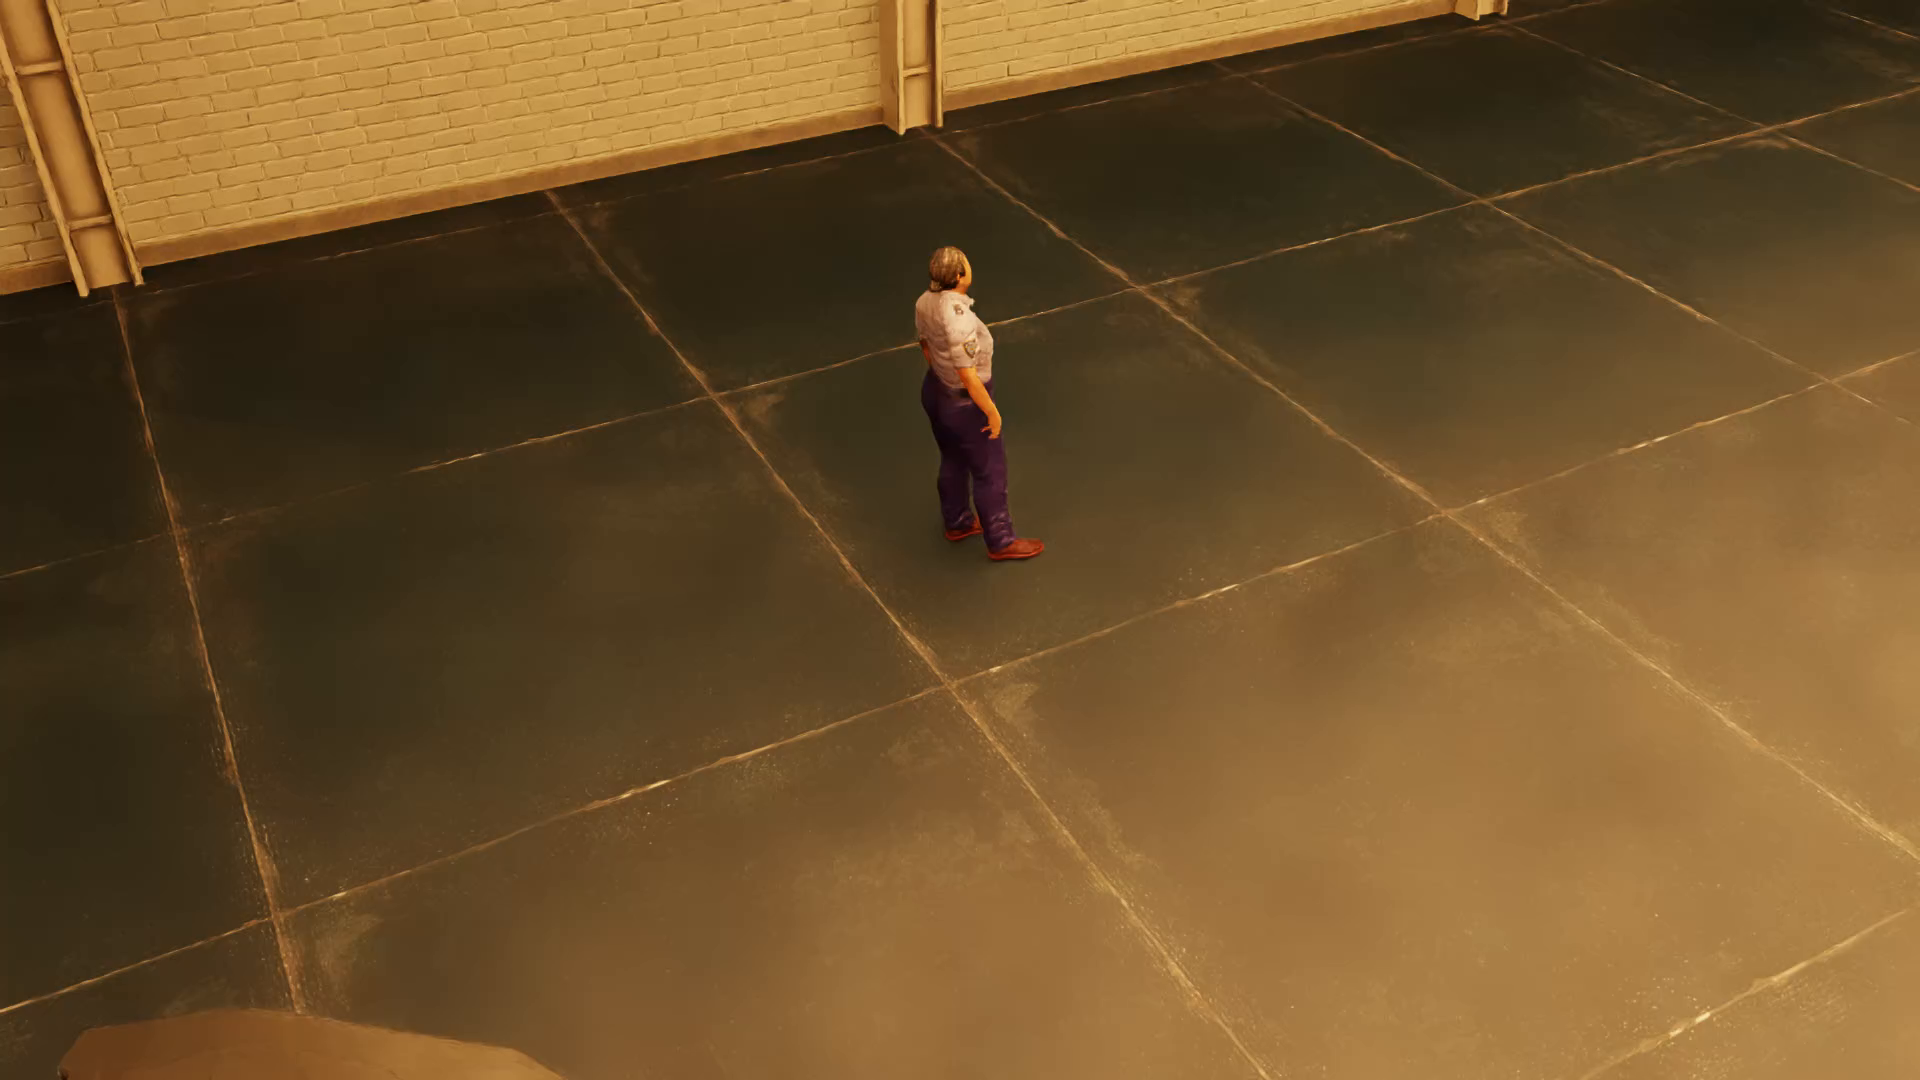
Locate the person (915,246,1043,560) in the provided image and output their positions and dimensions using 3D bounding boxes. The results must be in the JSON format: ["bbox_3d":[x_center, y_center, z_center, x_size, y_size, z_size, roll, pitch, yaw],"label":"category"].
[{"bbox_3d":[0.090,-0.692,8.201,0.502,1.650,0.599,-17,39,-23],"label":"person"}]

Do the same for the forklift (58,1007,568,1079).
[{"bbox_3d":[-1.087,2.342,2.810,1.130,2.935,3.031,6,36,8],"label":"forklift"}]
